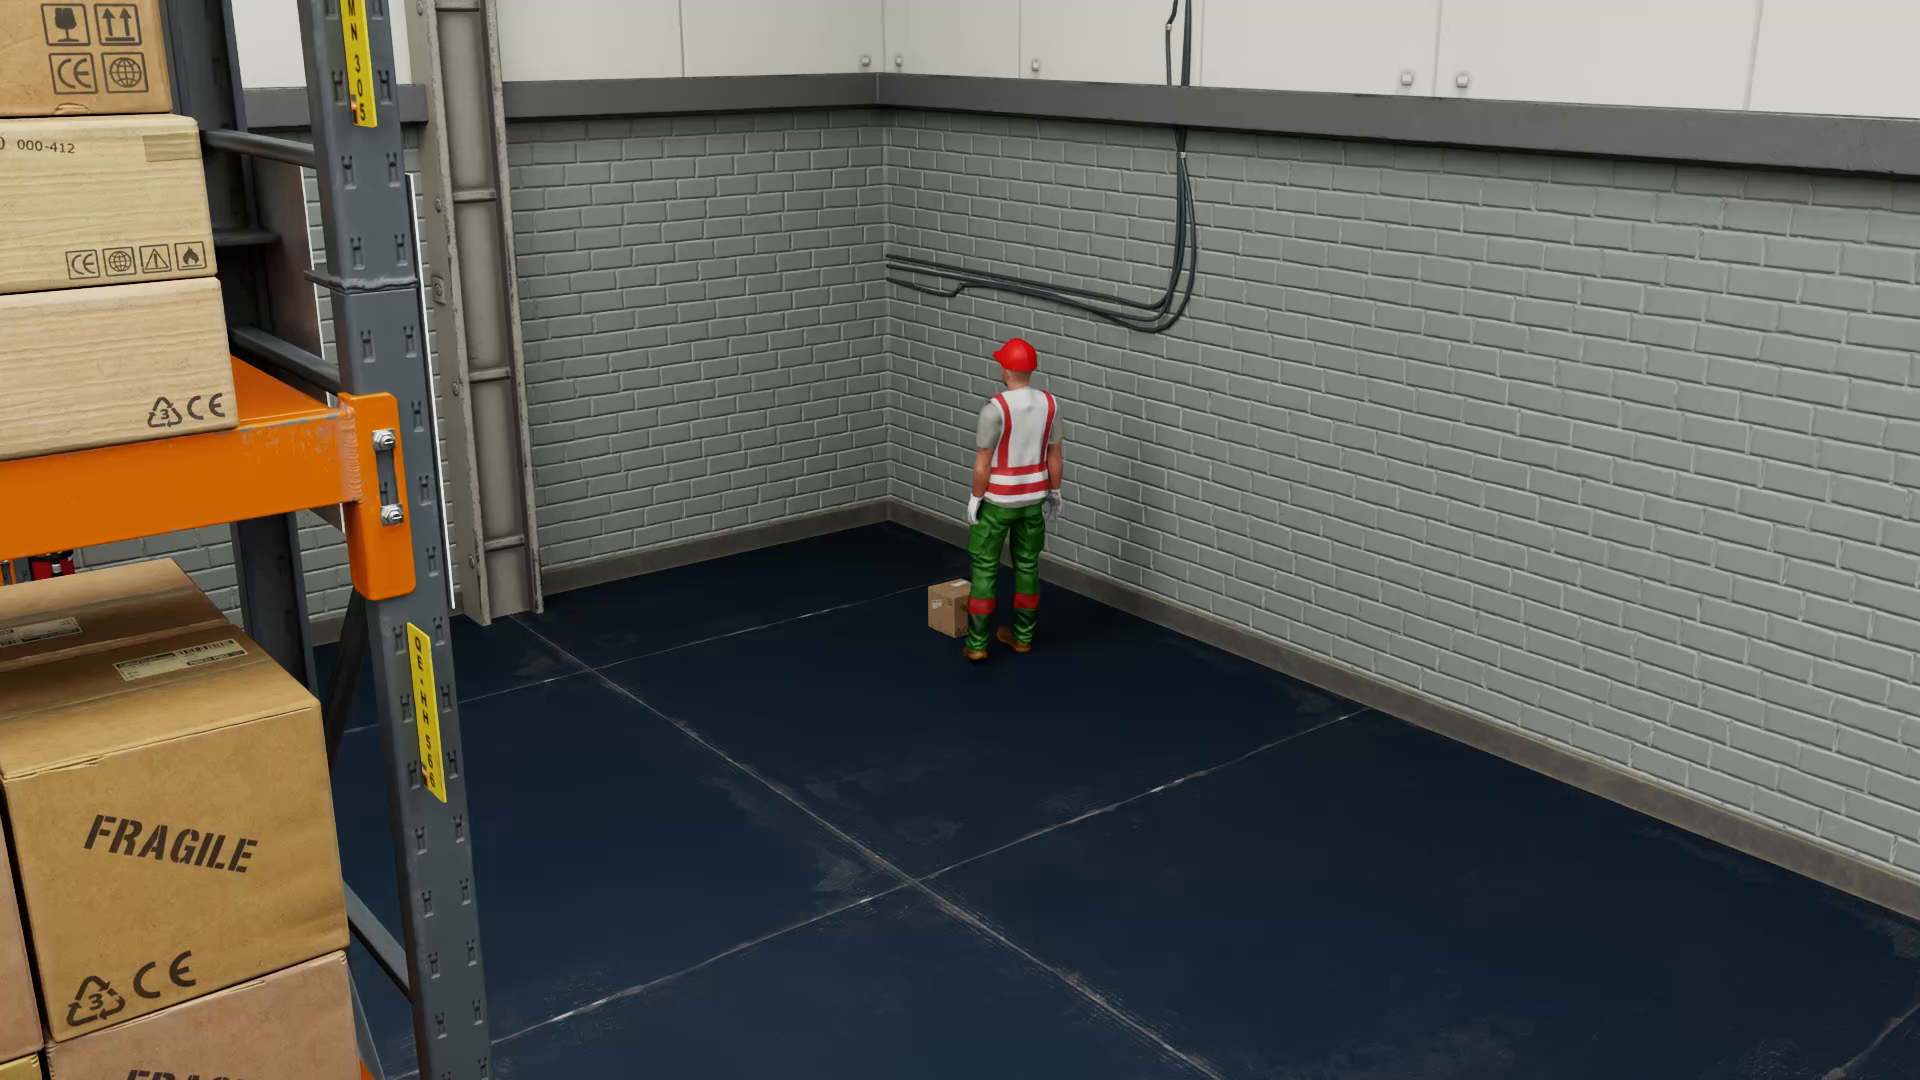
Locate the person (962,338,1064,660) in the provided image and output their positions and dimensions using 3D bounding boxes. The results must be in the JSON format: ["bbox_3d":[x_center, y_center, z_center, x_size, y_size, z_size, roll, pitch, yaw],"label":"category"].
[{"bbox_3d":[0.276,-0.224,9.217,0.606,1.818,0.391,-9,20,-27],"label":"person"}]
